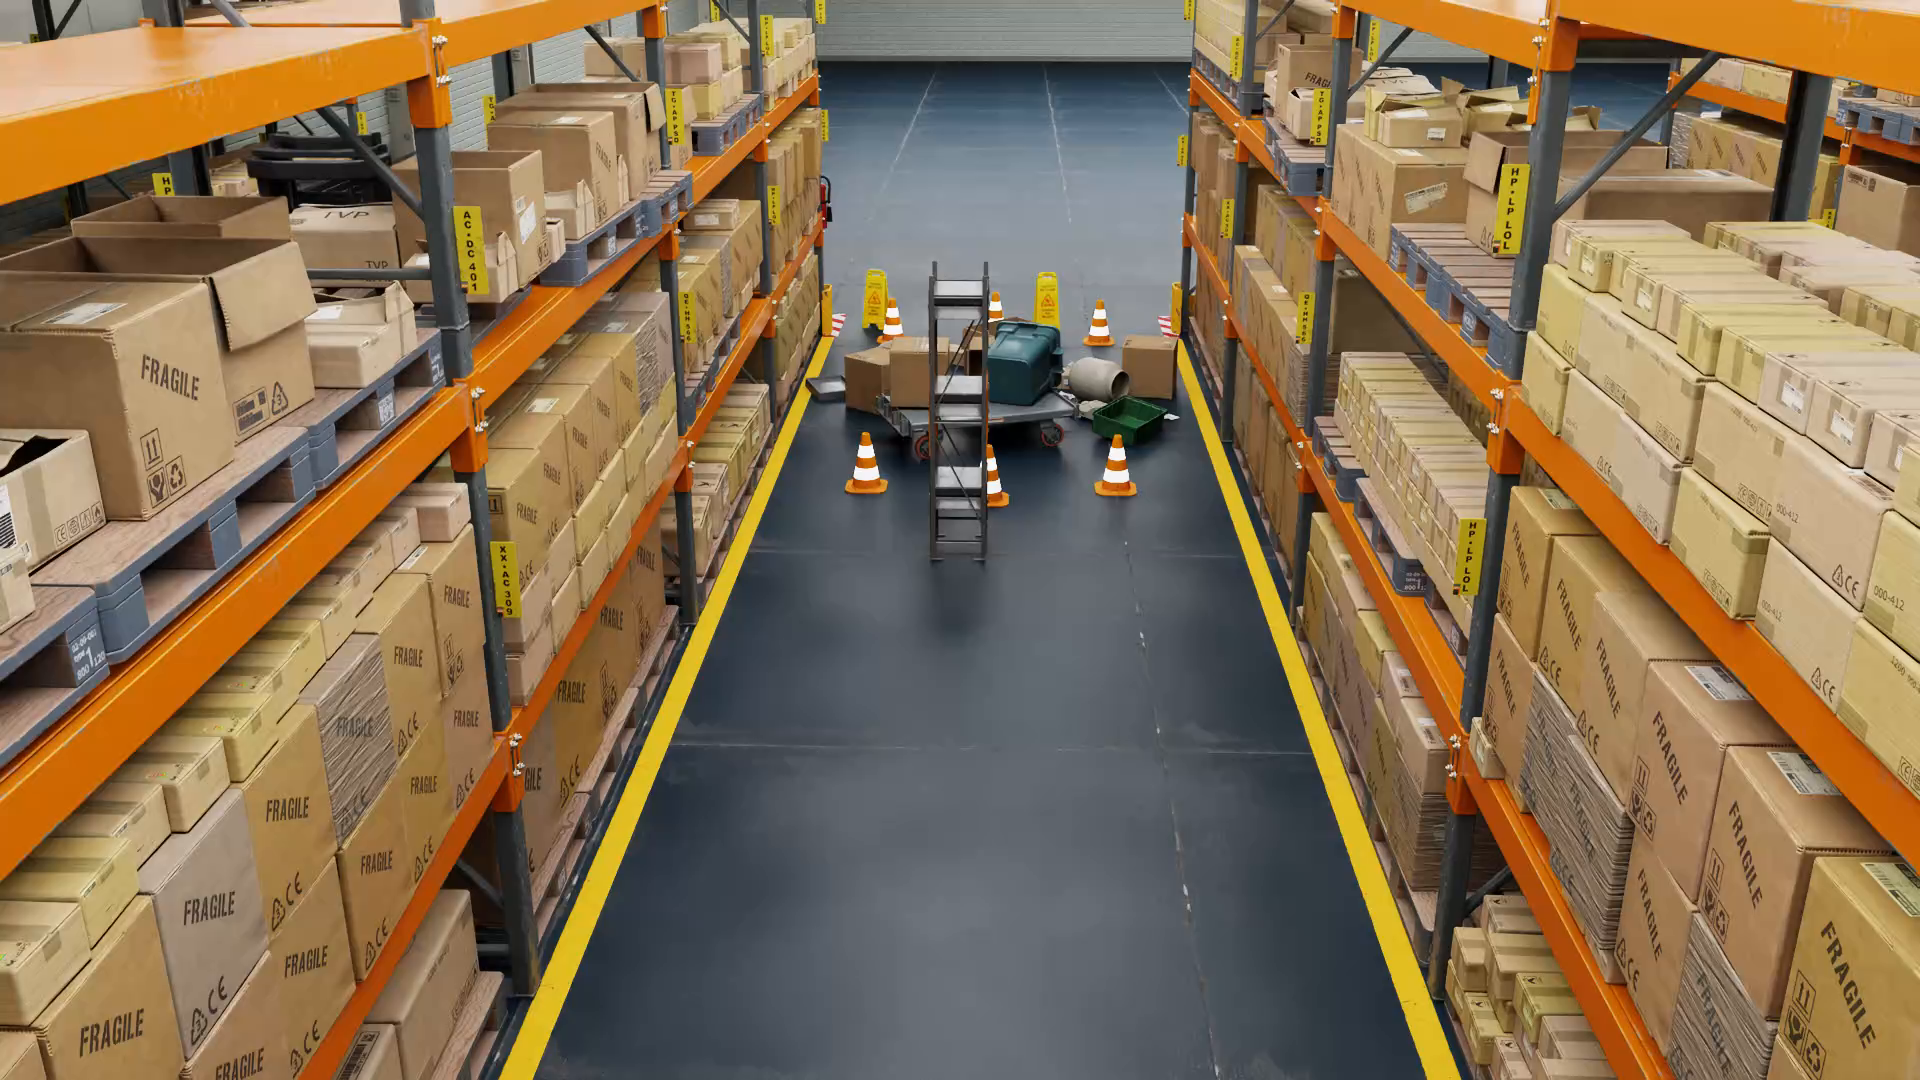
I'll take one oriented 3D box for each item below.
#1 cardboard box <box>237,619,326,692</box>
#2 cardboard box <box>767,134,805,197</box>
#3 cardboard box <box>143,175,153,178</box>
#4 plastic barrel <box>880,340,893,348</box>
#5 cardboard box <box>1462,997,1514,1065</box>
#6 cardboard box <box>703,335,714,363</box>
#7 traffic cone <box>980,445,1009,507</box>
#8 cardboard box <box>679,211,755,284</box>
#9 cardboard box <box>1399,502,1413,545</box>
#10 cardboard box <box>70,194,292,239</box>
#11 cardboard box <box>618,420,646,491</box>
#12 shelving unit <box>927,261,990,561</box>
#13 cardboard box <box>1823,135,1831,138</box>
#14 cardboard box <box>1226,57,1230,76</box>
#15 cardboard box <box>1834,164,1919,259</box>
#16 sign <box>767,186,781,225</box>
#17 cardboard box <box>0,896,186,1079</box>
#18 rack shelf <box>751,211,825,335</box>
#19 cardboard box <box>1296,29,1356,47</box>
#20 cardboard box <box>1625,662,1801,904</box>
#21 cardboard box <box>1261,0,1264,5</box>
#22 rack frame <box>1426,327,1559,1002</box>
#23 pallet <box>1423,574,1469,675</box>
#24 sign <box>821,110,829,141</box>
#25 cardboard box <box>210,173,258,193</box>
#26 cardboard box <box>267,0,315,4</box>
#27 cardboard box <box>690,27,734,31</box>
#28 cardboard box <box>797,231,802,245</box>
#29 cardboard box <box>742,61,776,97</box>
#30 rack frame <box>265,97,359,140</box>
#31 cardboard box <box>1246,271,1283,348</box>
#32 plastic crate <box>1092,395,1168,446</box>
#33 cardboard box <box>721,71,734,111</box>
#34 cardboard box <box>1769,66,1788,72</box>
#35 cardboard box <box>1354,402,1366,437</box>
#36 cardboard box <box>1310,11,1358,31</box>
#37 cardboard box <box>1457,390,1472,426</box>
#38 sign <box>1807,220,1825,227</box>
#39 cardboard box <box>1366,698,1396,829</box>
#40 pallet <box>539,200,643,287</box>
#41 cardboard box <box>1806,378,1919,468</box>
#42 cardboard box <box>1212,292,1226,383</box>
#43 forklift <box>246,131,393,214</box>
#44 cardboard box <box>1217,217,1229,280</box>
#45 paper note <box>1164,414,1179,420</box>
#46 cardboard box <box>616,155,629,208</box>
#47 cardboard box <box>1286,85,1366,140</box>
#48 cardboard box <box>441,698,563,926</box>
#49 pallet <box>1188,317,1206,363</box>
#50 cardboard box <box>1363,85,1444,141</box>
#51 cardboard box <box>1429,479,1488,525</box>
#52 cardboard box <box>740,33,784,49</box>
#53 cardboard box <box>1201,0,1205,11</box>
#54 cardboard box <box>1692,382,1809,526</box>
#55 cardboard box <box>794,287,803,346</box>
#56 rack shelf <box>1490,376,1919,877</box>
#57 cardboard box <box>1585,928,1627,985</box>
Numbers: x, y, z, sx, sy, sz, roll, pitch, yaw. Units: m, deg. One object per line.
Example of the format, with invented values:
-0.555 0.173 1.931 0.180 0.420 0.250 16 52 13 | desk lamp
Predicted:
-2.166 0.357 5.046 0.380 0.149 0.250 0 21 0 | cardboard box
-1.819 -3.471 15.396 0.700 0.500 0.500 0 21 0 | cardboard box
-7.366 -3.328 15.512 0.380 0.149 0.250 0 21 1 | cardboard box
-0.557 -1.779 16.528 0.512 0.421 0.421 18 27 38 | plastic barrel
2.238 1.971 6.663 0.380 0.149 0.250 1 21 3 | cardboard box
-1.929 -1.345 11.614 0.380 0.149 0.250 1 21 2 | cardboard box
0.223 -0.535 13.268 0.336 0.463 0.334 1 21 2 | traffic cone
-1.928 -2.329 13.256 0.500 0.500 0.500 1 21 2 | cardboard box
2.429 -0.082 8.361 0.380 0.149 0.250 2 21 4 | cardboard box
-2.600 -0.882 5.651 0.500 0.500 0.500 1 21 3 | cardboard box
-2.019 -0.465 9.098 0.500 0.250 0.500 0 21 0 | cardboard box
-0.005 -0.919 11.995 0.431 2.100 0.503 1 21 2 | shelving unit
8.078 -3.542 15.579 0.500 0.500 0.500 1 21 2 | cardboard box
2.527 -4.123 14.489 0.380 0.149 0.250 1 21 2 | cardboard box
7.612 -2.378 13.101 1.000 1.000 1.000 1 21 2 | cardboard box
-1.574 -2.832 14.081 0.100 0.325 0.005 1 21 2 | sign
-2.186 1.172 3.842 0.500 0.500 0.500 0 21 0 | cardboard box
-2.068 -2.685 16.296 1.077 0.370 4.000 1 21 2 | rack shelf
3.116 -4.163 14.041 0.500 0.250 0.500 1 21 2 | cardboard box
2.257 0.677 4.705 0.500 0.500 0.500 0 21 0 | cardboard box
3.272 -5.495 16.925 0.380 0.149 0.250 1 21 2 | cardboard box
2.578 0.613 6.802 1.000 3.000 0.127 1 21 2 | rack frame
2.747 0.428 7.544 1.003 0.211 1.213 1 21 2 | pallet
-1.453 -4.417 17.729 0.100 0.325 0.005 1 21 2 | sign
-6.777 -3.324 15.503 0.380 0.149 0.250 0 21 1 | cardboard box
-6.739 -5.321 17.093 0.500 0.500 0.500 1 21 3 | cardboard box
-2.367 -4.815 15.890 0.380 0.149 0.250 1 21 3 | cardboard box
-1.774 -3.025 16.527 0.380 0.149 0.250 0 21 1 | cardboard box
-1.842 -3.920 14.136 0.500 0.250 0.500 0 21 0 | cardboard box
-6.969 -3.797 18.167 1.000 3.000 0.127 1 21 2 | rack frame
2.504 -1.775 12.820 0.500 0.500 0.500 1 21 1 | cardboard box
1.517 -1.072 14.954 0.450 0.188 0.662 23 29 25 | plastic crate
-2.023 -3.426 12.691 0.500 0.250 0.500 1 21 2 | cardboard box
7.532 -4.300 14.973 0.380 0.149 0.250 2 21 4 | cardboard box
2.474 -0.683 9.498 0.380 0.149 0.250 0 21 0 | cardboard box
3.179 -4.395 14.089 0.380 0.149 0.250 0 21 1 | cardboard box
3.134 -0.770 9.723 0.380 0.149 0.250 1 21 4 | cardboard box
3.121 -1.023 6.157 0.100 0.325 0.005 1 21 2 | sign
2.365 1.127 8.353 0.500 0.500 0.500 0 21 0 | cardboard box
-2.248 -1.524 8.423 1.003 0.211 1.213 2 21 4 | pallet
2.244 -0.274 3.907 0.380 0.149 0.250 1 21 3 | cardboard box
2.934 -2.037 15.989 0.875 0.875 0.875 1 21 2 | cardboard box
-4.561 -1.713 12.891 1.130 2.935 3.031 1 21 2 | forklift
2.815 -2.682 15.087 0.875 0.550 0.550 1 21 2 | cardboard box
1.937 -1.148 15.446 0.147 0.020 0.142 -16 26 -35 | paper note
-1.943 -1.881 8.688 0.396 0.266 0.258 0 21 0 | cardboard box
2.432 -2.813 10.891 0.500 0.311 0.500 1 21 2 | cardboard box
-2.434 1.165 7.736 0.875 0.875 0.875 1 21 3 | cardboard box
2.997 -2.135 17.741 1.003 0.211 1.213 1 21 2 | pallet
2.396 -2.305 8.980 0.396 0.266 0.258 1 21 2 | cardboard box
2.420 -0.175 7.779 0.380 0.149 0.250 1 21 1 | cardboard box
-1.808 -4.532 15.161 0.380 0.149 0.250 0 21 1 | cardboard box
2.599 -5.321 16.474 0.380 0.149 0.250 0 21 1 | cardboard box
2.276 -0.224 4.328 0.500 0.250 0.500 0 21 -1 | cardboard box
-1.819 -2.152 16.113 0.500 0.500 0.500 2 21 4 | cardboard box
2.518 0.273 4.525 1.077 0.370 4.000 1 21 2 | rack shelf
2.251 1.306 5.364 0.380 0.149 0.250 2 21 4 | cardboard box
